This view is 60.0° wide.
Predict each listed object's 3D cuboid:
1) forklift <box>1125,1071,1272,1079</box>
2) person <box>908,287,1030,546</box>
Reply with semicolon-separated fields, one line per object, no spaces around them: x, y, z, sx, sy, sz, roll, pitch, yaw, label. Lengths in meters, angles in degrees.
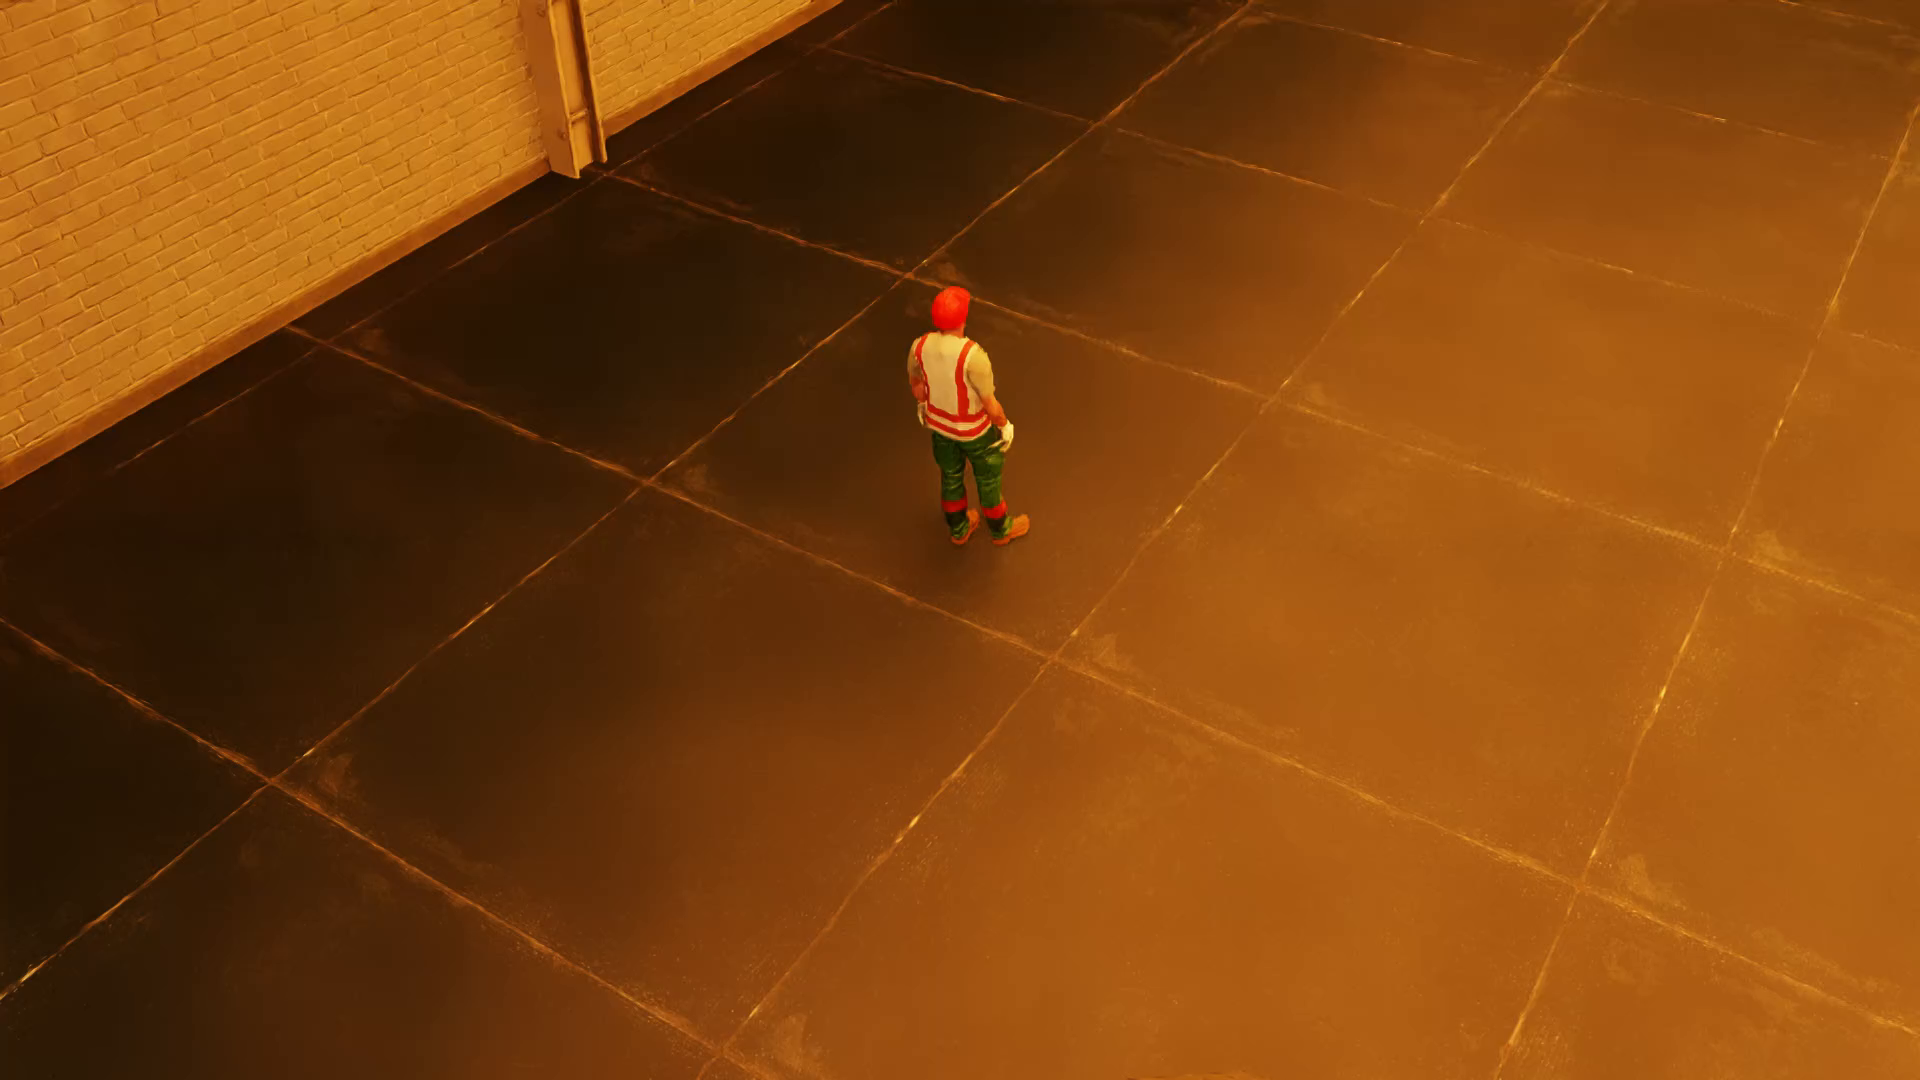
0.566;2.926;4.514;1.130;2.935;3.031;-3;40;-3;forklift
0.053;-0.727;9.700;0.637;1.783;0.561;22;45;24;person
